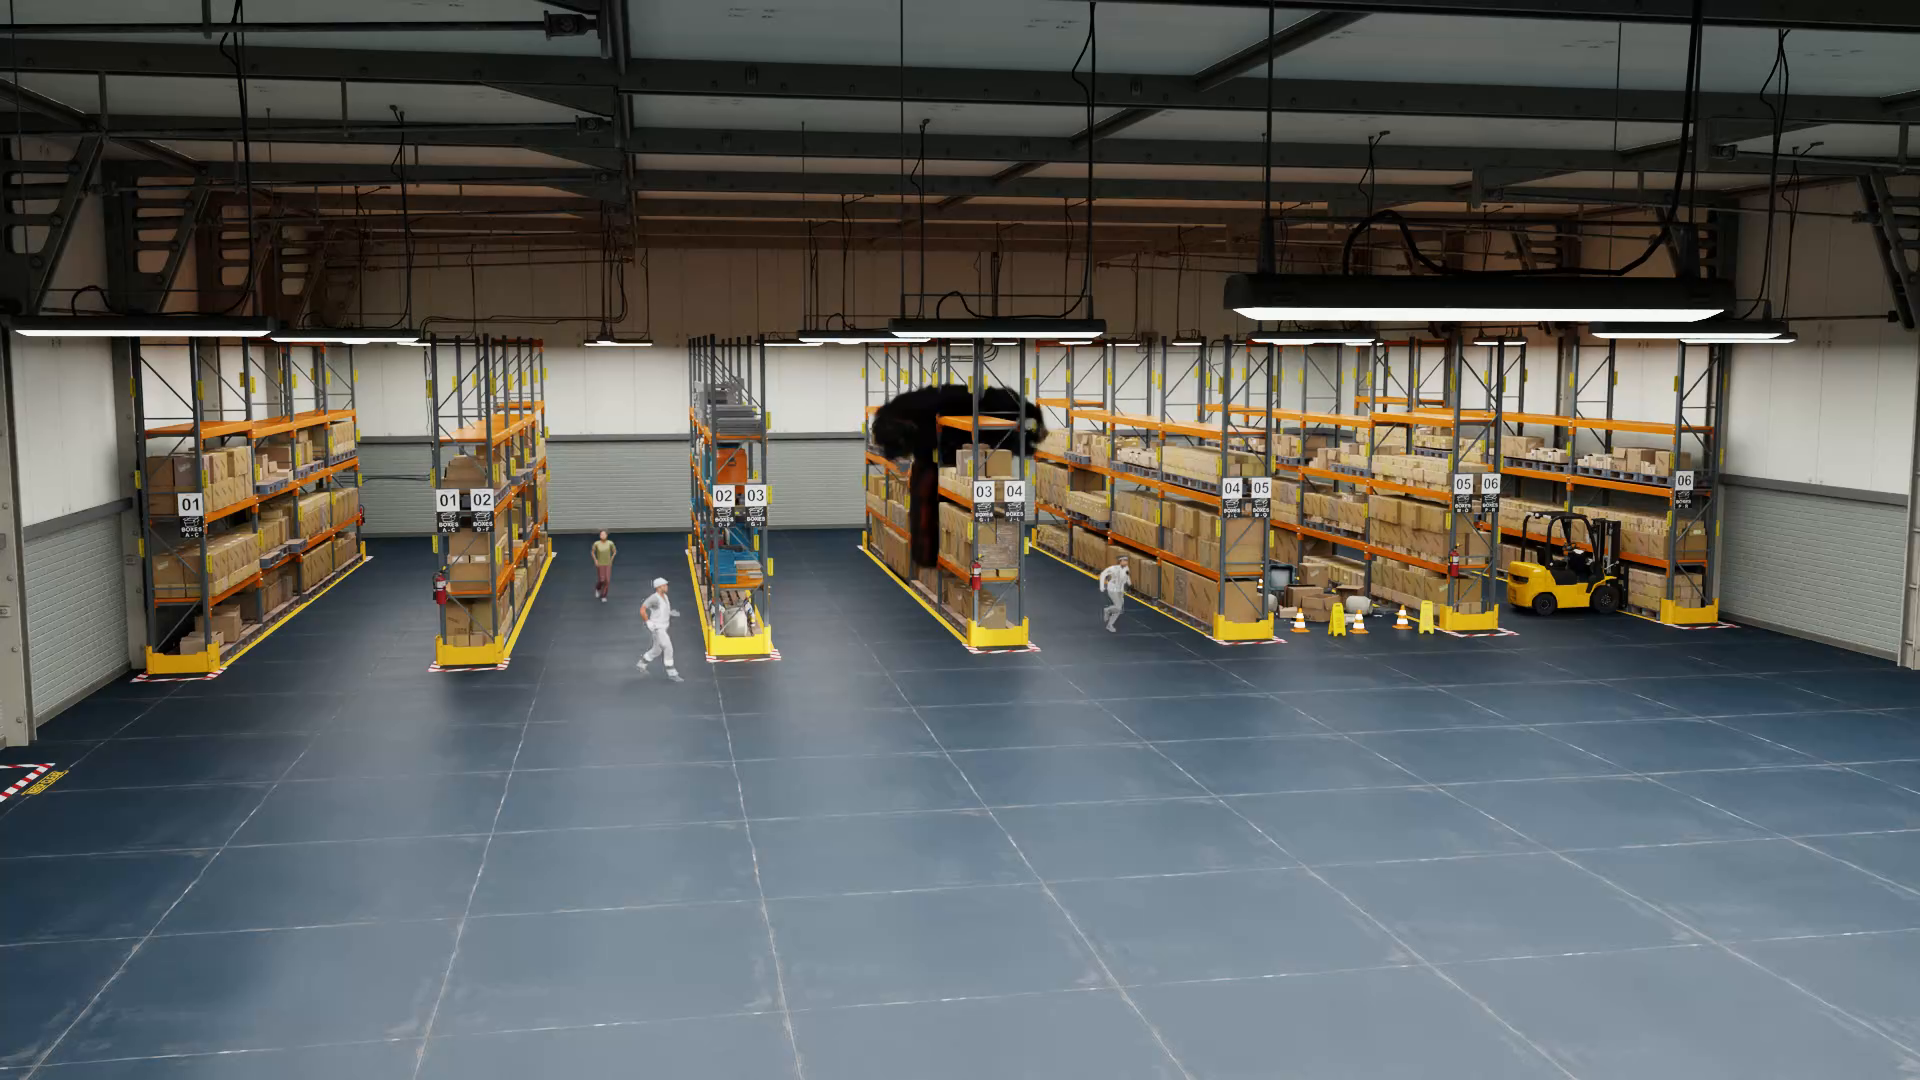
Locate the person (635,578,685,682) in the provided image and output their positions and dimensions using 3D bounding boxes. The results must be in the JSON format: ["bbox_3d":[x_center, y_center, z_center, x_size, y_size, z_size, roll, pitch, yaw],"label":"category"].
[{"bbox_3d":[-5.197,1.539,28.724,0.944,1.787,0.672,1,7,10],"label":"person"}]

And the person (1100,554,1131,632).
[{"bbox_3d":[3.202,1.067,33.834,0.604,1.612,0.668,-5,8,-39],"label":"person"}]

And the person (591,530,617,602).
[{"bbox_3d":[-8.096,0.581,37.886,0.570,1.637,0.564,-2,7,-20],"label":"person"}]
